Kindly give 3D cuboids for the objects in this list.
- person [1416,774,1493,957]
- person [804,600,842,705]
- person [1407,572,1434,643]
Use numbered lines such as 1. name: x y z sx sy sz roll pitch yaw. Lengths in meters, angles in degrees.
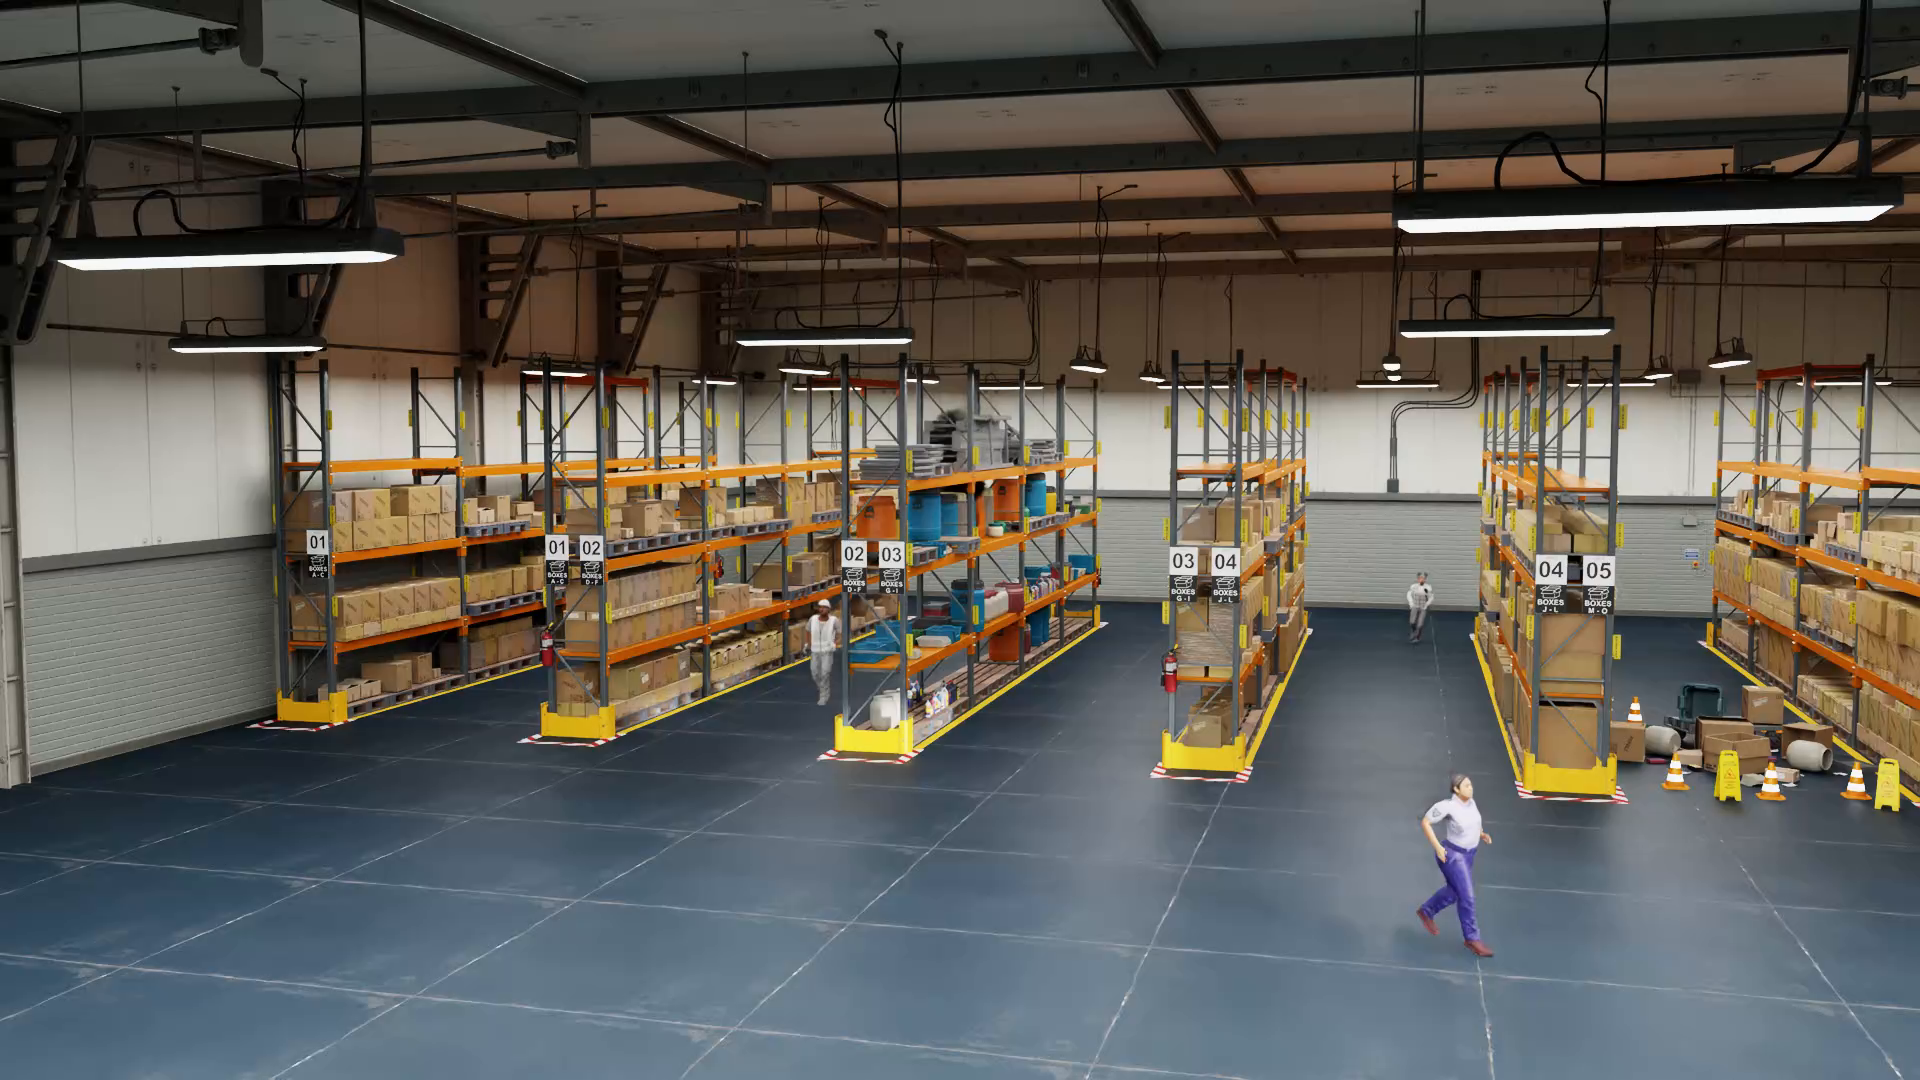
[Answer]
1. person: 4.729 3.042 15.848 0.606 1.662 0.885 -4 6 -44
2. person: -2.267 1.857 27.657 0.705 1.745 0.553 1 4 11
3. person: 10.298 1.518 37.227 0.586 1.621 0.567 1 4 20
